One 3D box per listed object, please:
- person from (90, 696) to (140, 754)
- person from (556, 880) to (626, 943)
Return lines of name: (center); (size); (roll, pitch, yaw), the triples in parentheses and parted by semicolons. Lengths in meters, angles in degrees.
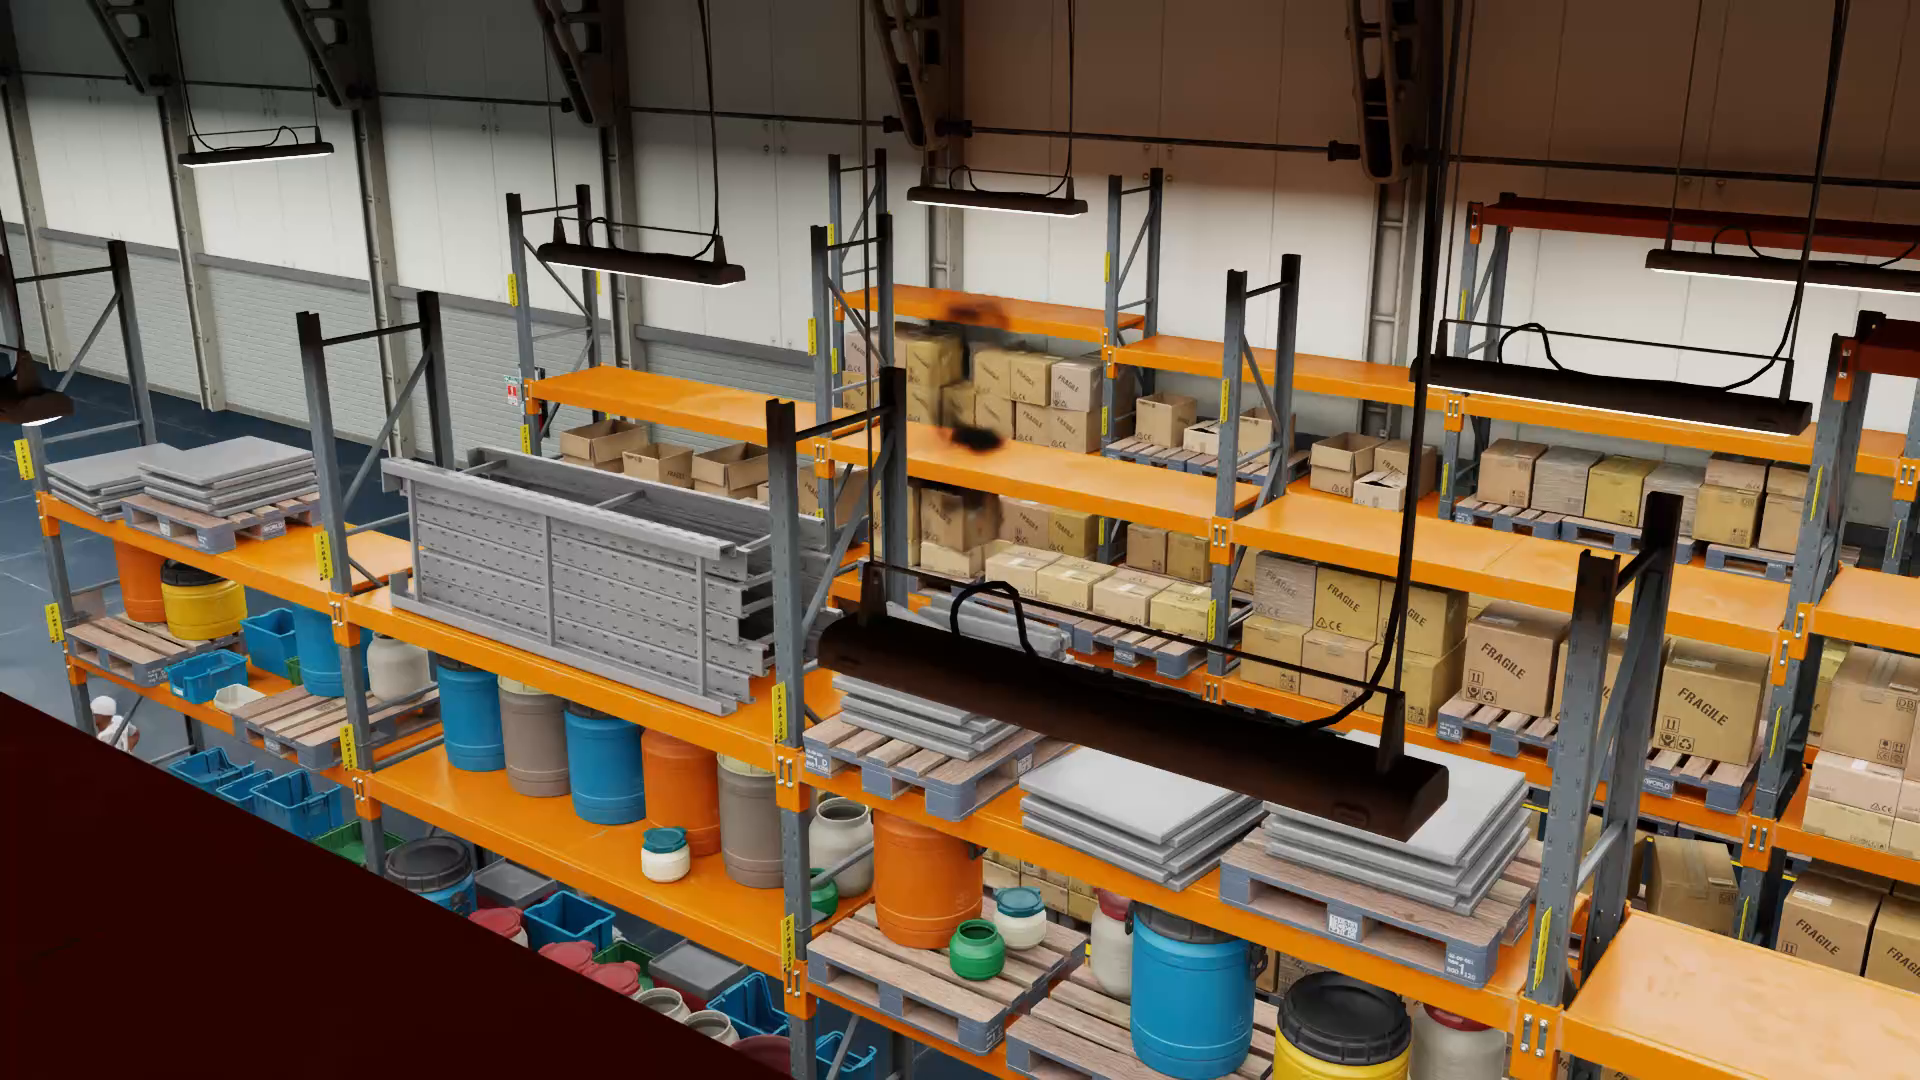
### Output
person: (-7.822, 2.266, 15.508); (0.927, 1.766, 0.688); (-9, 21, -26)
person: (-3.058, 2.945, 14.051); (0.682, 1.464, 0.524); (11, 21, 30)
